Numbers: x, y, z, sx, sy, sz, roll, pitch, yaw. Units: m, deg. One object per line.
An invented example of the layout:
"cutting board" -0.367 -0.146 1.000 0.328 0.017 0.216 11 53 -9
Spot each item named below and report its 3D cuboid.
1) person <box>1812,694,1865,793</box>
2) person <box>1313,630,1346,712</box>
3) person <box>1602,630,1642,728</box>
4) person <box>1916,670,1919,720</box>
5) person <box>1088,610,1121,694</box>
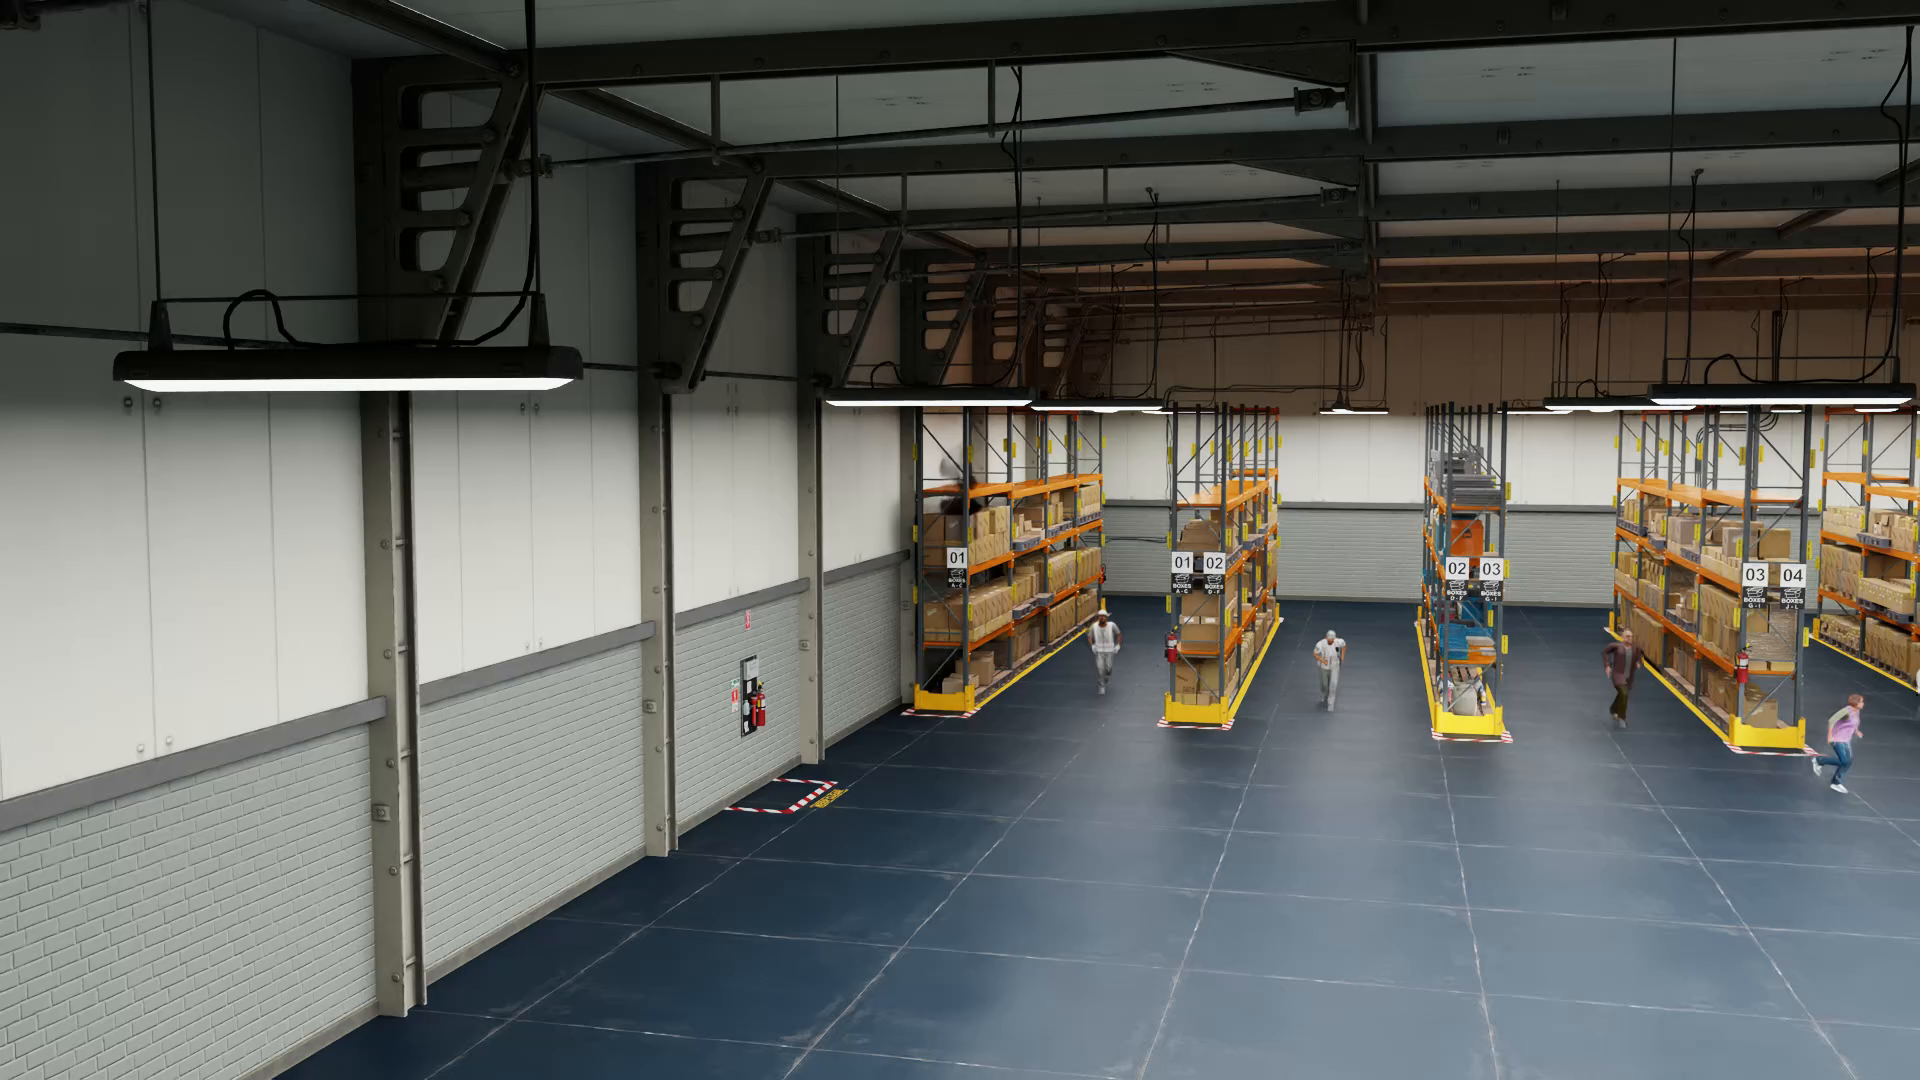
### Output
"person" 13.492 3.094 25.549 0.532 1.537 0.705 -4 6 -42
"person" 7.259 2.547 32.750 0.648 1.622 1.035 0 4 3
"person" 12.339 2.574 30.930 0.618 1.812 0.930 -1 4 -10
"person" 17.489 2.736 29.842 0.611 1.623 0.724 0 4 2
"person" 2.993 2.312 34.494 0.692 1.747 0.677 1 4 9
